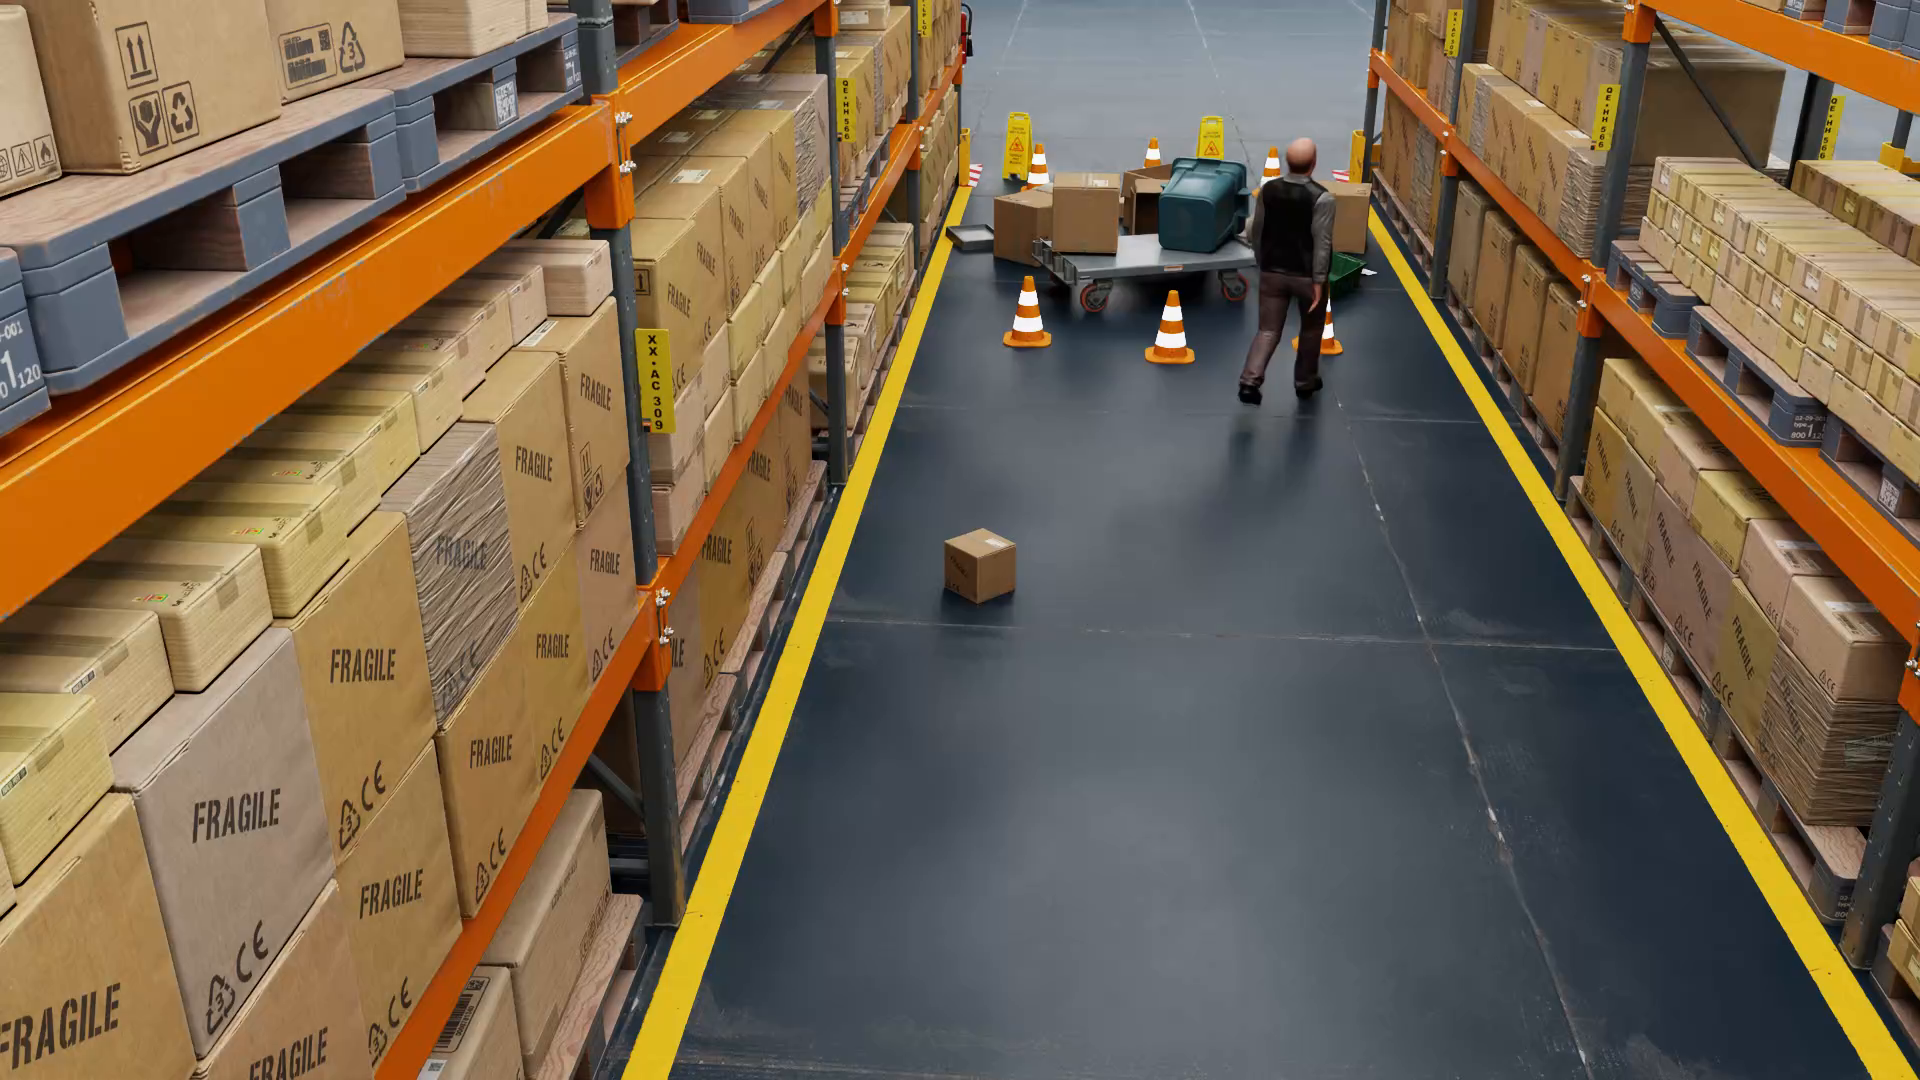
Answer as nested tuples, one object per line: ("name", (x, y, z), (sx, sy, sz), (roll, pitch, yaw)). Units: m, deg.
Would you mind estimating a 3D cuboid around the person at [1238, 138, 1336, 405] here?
("person", (2.028, -1.633, 10.242), (0.541, 1.680, 0.953), (14, 28, 28))
